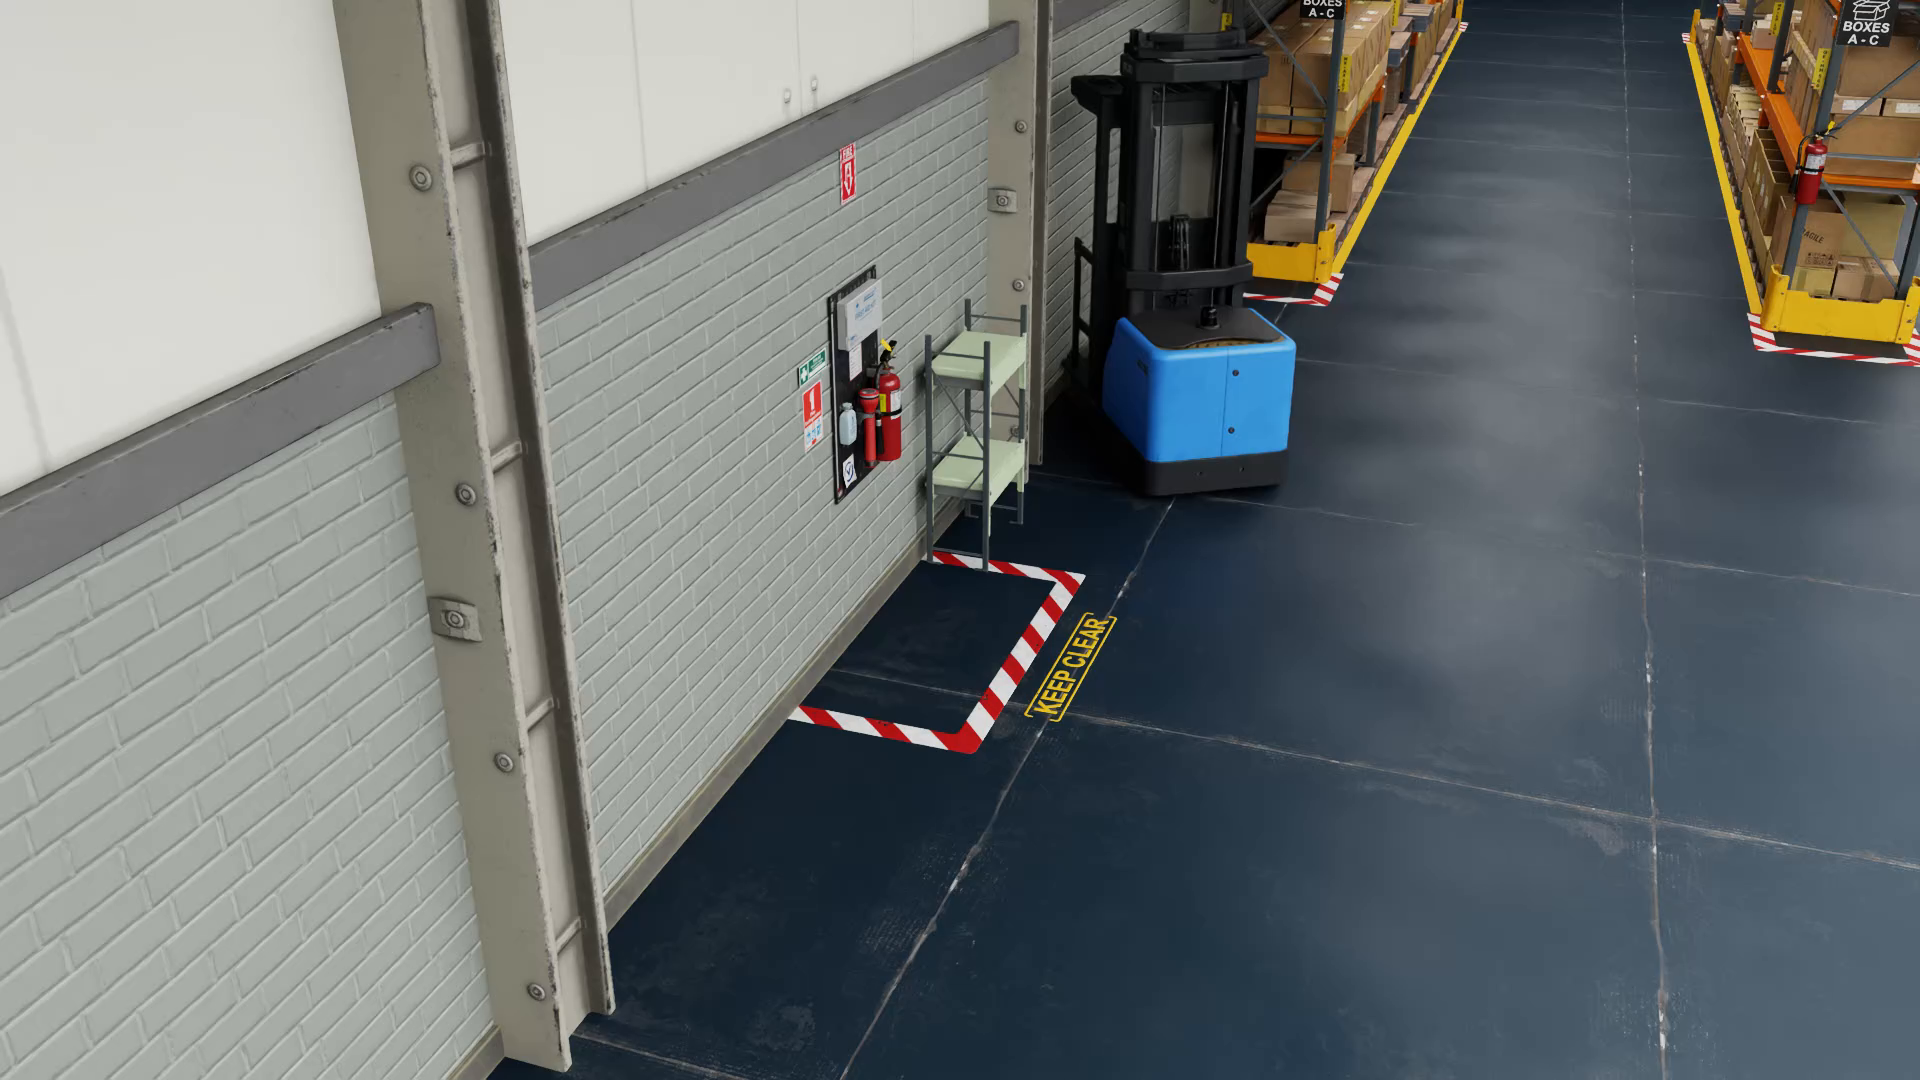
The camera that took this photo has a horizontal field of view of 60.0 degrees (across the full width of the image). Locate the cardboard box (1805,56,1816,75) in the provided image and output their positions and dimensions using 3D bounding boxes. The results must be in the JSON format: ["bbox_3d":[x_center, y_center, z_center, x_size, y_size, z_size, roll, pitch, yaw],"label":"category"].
[{"bbox_3d":[8.179,-4.444,15.628,0.380,0.149,0.250,9,27,17],"label":"cardboard box"}]

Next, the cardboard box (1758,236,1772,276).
[{"bbox_3d":[7.687,-2.605,15.361,0.500,0.250,0.500,9,27,17],"label":"cardboard box"}]

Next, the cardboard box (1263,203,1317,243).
[{"bbox_3d":[3.275,-3.159,16.412,0.500,0.311,0.500,6,26,12],"label":"cardboard box"}]

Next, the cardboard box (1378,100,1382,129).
[{"bbox_3d":[4.852,-5.345,20.710,0.700,0.500,0.500,9,27,18],"label":"cardboard box"}]

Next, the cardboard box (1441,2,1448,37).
[{"bbox_3d":[7.642,-8.604,27.465,0.700,0.500,0.500,9,27,19],"label":"cardboard box"}]

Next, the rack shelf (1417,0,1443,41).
[{"bbox_3d":[6.287,-7.685,24.006,1.077,0.370,4.000,9,27,17],"label":"rack shelf"}]

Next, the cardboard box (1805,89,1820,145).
[{"bbox_3d":[8.140,-3.838,15.119,0.700,0.500,0.500,9,27,18],"label":"cardboard box"}]

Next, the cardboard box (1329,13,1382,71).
[{"bbox_3d":[4.087,-5.172,17.279,0.500,0.500,0.500,8,27,16],"label":"cardboard box"}]

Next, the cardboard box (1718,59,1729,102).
[{"bbox_3d":[10.557,-6.174,22.424,0.500,0.500,0.500,8,27,16],"label":"cardboard box"}]

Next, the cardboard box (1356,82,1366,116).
[{"bbox_3d":[3.756,-4.420,16.585,0.500,0.250,0.500,8,27,17],"label":"cardboard box"}]

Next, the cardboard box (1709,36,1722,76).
[{"bbox_3d":[11.235,-7.024,24.178,0.500,0.500,0.500,8,27,15],"label":"cardboard box"}]

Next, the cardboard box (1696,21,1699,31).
[{"bbox_3d":[12.493,-8.551,27.735,0.380,0.149,0.250,9,27,17],"label":"cardboard box"}]

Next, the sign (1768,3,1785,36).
[{"bbox_3d":[8.448,-5.387,17.196,0.100,0.325,0.005,9,27,17],"label":"sign"}]

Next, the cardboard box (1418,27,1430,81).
[{"bbox_3d":[6.288,-7.051,23.856,0.750,0.750,0.750,9,27,17],"label":"cardboard box"}]

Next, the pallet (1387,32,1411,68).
[{"bbox_3d":[4.682,-5.750,19.404,1.003,0.211,1.213,9,27,17],"label":"pallet"}]

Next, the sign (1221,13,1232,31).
[{"bbox_3d":[2.443,-4.652,15.224,0.100,0.325,0.005,9,27,17],"label":"sign"}]

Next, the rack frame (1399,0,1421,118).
[{"bbox_3d":[5.622,-7.187,22.152,1.000,3.000,0.127,9,27,17],"label":"rack frame"}]

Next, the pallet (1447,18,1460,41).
[{"bbox_3d":[8.092,-8.880,28.848,1.003,0.211,1.213,9,27,17],"label":"pallet"}]

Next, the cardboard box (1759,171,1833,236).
[{"bbox_3d":[7.849,-3.148,15.623,0.500,0.500,0.500,9,27,17],"label":"cardboard box"}]

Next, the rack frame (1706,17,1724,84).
[{"bbox_3d":[11.625,-8.114,24.067,1.000,3.000,0.127,9,27,17],"label":"rack frame"}]

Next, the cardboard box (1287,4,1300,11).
[{"bbox_3d":[3.762,-5.448,17.848,0.500,0.500,0.500,9,27,17],"label":"cardboard box"}]

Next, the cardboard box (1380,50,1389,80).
[{"bbox_3d":[4.419,-5.246,18.293,0.500,0.250,0.500,9,27,18],"label":"cardboard box"}]

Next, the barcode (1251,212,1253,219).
[{"bbox_3d":[2.903,-3.228,16.546,0.001,0.075,0.075,9,27,17],"label":"barcode"}]

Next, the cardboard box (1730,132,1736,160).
[{"bbox_3d":[9.338,-4.617,19.518,0.500,0.250,0.500,9,27,18],"label":"cardboard box"}]

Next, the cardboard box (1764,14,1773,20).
[{"bbox_3d":[10.132,-6.287,20.395,0.500,0.311,0.500,11,28,21],"label":"cardboard box"}]

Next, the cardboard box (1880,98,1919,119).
[{"bbox_3d":[7.966,-3.650,13.987,0.380,0.149,0.250,9,27,17],"label":"cardboard box"}]

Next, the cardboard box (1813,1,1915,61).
[{"bbox_3d":[8.321,-4.653,15.316,0.700,0.500,0.500,9,27,17],"label":"cardboard box"}]

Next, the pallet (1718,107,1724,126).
[{"bbox_3d":[10.578,-5.517,21.902,1.003,0.211,1.213,9,27,17],"label":"pallet"}]

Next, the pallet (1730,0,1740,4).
[{"bbox_3d":[10.937,-7.184,22.365,1.003,0.211,1.213,9,27,17],"label":"pallet"}]

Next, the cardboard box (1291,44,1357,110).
[{"bbox_3d":[3.402,-4.331,15.542,0.500,0.500,0.500,9,27,18],"label":"cardboard box"}]

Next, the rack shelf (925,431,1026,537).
[{"bbox_3d":[0.104,-0.364,10.529,0.431,0.370,0.720,9,27,17],"label":"rack shelf"}]

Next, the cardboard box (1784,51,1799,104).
[{"bbox_3d":[8.822,-4.688,16.876,0.700,0.500,0.500,8,27,16],"label":"cardboard box"}]

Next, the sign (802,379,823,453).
[{"bbox_3d":[-0.759,-0.641,8.591,0.001,0.329,0.234,9,27,17],"label":"sign"}]

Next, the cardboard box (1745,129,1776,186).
[{"bbox_3d":[8.514,-3.970,17.321,0.500,0.500,0.500,9,27,17],"label":"cardboard box"}]

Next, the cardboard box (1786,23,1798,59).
[{"bbox_3d":[9.409,-5.401,18.349,0.500,0.500,0.500,11,28,21],"label":"cardboard box"}]

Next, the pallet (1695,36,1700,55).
[{"bbox_3d":[12.667,-8.144,27.328,1.003,0.211,1.213,9,27,17],"label":"pallet"}]

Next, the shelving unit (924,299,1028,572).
[{"bbox_3d":[0.104,-0.657,10.387,0.431,1.500,0.755,9,27,17],"label":"shelving unit"}]

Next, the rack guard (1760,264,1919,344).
[{"bbox_3d":[7.624,-2.048,14.406,1.175,0.500,0.348,9,27,17],"label":"rack guard"}]

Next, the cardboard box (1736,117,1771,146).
[{"bbox_3d":[9.163,-4.658,18.958,0.500,0.311,0.500,9,27,17],"label":"cardboard box"}]

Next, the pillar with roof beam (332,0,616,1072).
[{"bbox_3d":[2.443,-1.457,3.433,9.100,9.000,0.400,9,27,17],"label":"pillar with roof beam"}]

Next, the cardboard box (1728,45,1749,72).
[{"bbox_3d":[10.399,-6.323,21.870,0.500,0.250,0.500,10,28,19],"label":"cardboard box"}]

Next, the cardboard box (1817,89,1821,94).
[{"bbox_3d":[7.836,-4.020,14.752,0.380,0.149,0.250,9,27,18],"label":"cardboard box"}]

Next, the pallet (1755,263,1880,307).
[{"bbox_3d":[7.847,-2.248,15.151,1.003,0.211,1.213,9,27,17],"label":"pallet"}]

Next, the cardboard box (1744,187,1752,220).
[{"bbox_3d":[8.352,-3.427,17.059,0.500,0.250,0.500,9,27,17],"label":"cardboard box"}]

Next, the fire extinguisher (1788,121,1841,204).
[{"bbox_3d":[7.155,-3.167,13.937,0.296,0.674,0.183,9,27,17],"label":"fire extinguisher"}]

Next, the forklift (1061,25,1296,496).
[{"bbox_3d":[1.412,-2.237,12.007,1.130,2.935,3.031,-6,26,-12],"label":"forklift"}]

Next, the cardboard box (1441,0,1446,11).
[{"bbox_3d":[7.584,-8.594,26.699,0.380,0.149,0.250,10,27,19],"label":"cardboard box"}]

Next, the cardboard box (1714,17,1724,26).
[{"bbox_3d":[12.246,-7.961,26.111,0.797,0.503,0.637,9,27,17],"label":"cardboard box"}]

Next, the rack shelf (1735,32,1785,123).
[{"bbox_3d":[9.629,-5.325,19.131,1.077,0.370,4.000,9,27,17],"label":"rack shelf"}]

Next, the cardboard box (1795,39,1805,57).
[{"bbox_3d":[8.523,-4.872,16.511,0.380,0.149,0.250,8,27,16],"label":"cardboard box"}]

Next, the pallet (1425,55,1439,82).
[{"bbox_3d":[6.767,-7.248,25.477,1.003,0.211,1.213,9,27,17],"label":"pallet"}]

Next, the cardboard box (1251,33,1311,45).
[{"bbox_3d":[3.093,-4.609,16.115,0.500,0.500,0.500,9,27,18],"label":"cardboard box"}]

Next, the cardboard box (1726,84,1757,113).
[{"bbox_3d":[9.843,-5.502,20.701,0.500,0.311,0.500,10,27,19],"label":"cardboard box"}]

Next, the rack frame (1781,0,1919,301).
[{"bbox_3d":[7.632,-3.183,13.882,1.000,3.000,0.127,9,27,17],"label":"rack frame"}]
